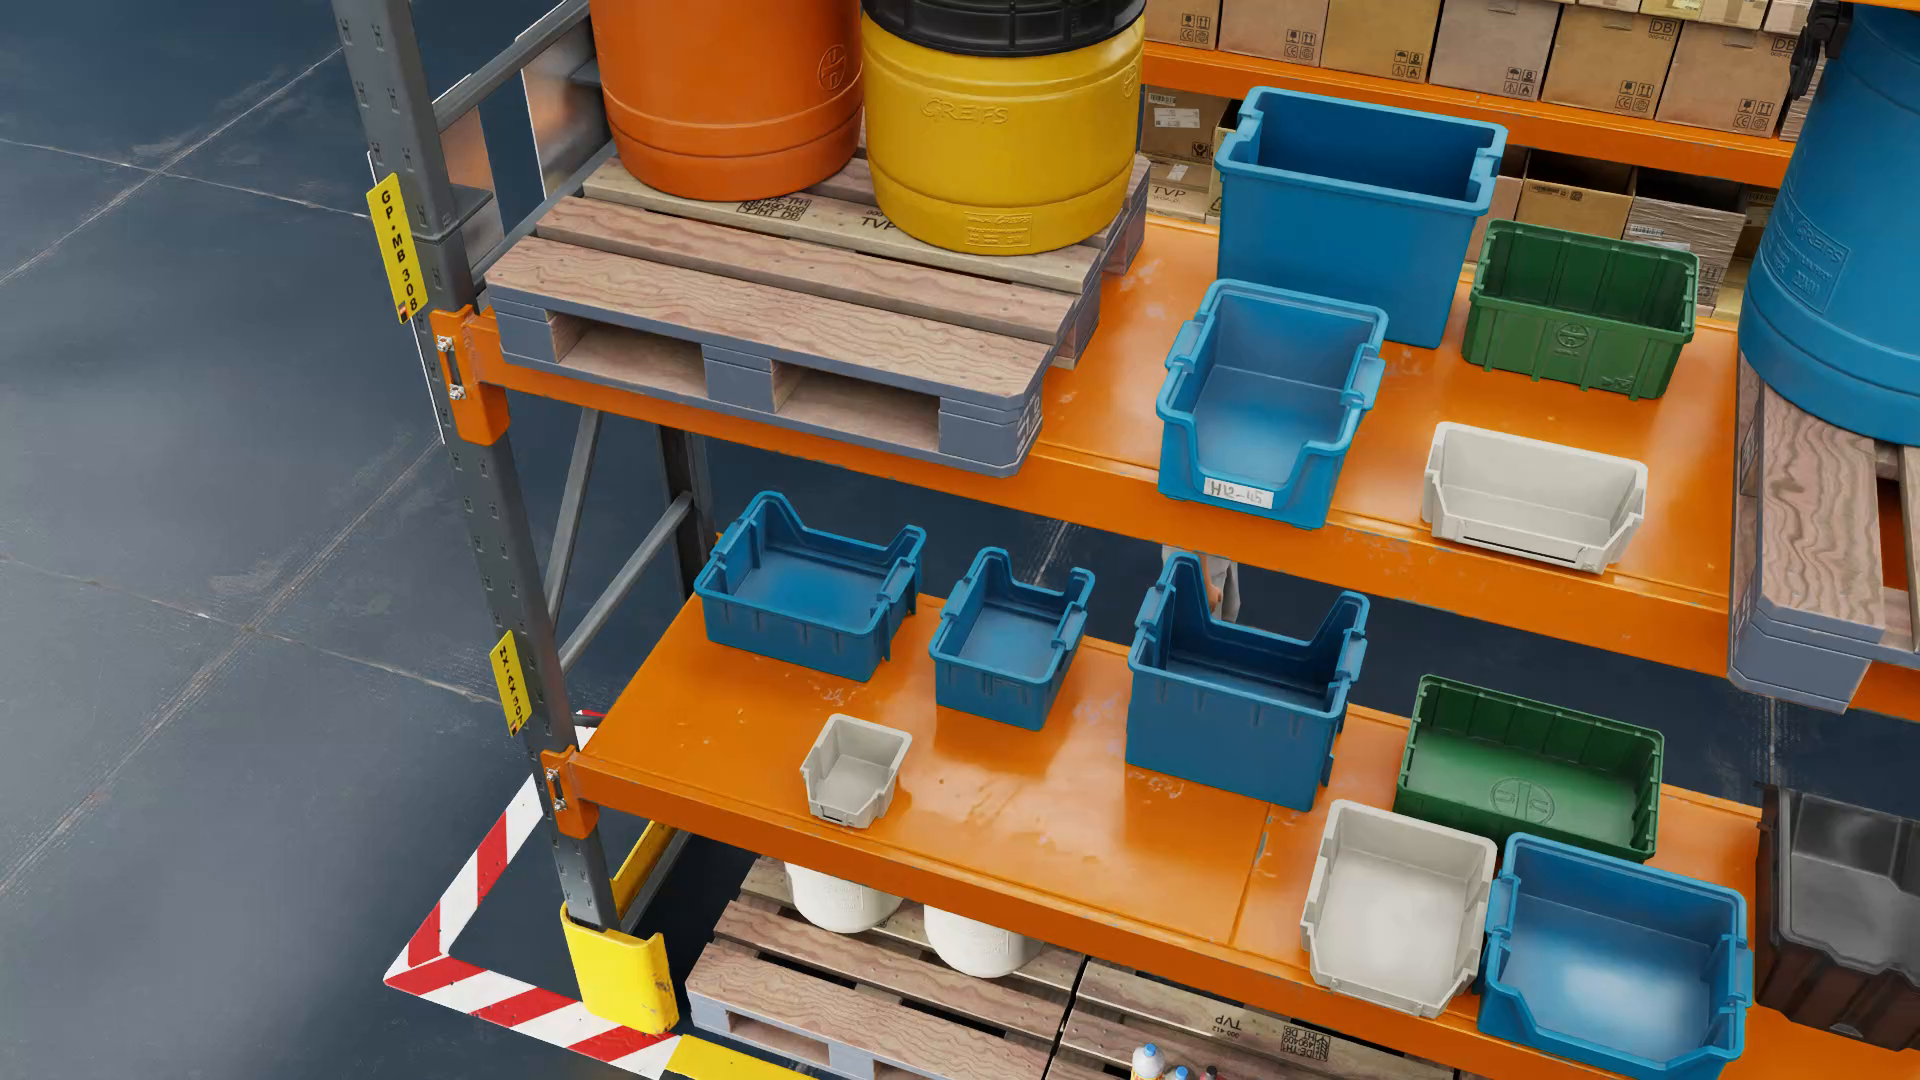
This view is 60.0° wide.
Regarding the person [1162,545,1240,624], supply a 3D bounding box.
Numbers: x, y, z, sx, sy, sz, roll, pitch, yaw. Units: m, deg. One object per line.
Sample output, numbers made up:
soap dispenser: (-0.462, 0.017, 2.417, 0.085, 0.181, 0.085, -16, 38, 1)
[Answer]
person: (0.943, 0.061, 6.093, 0.416, 1.671, 0.514, 11, 43, 12)
